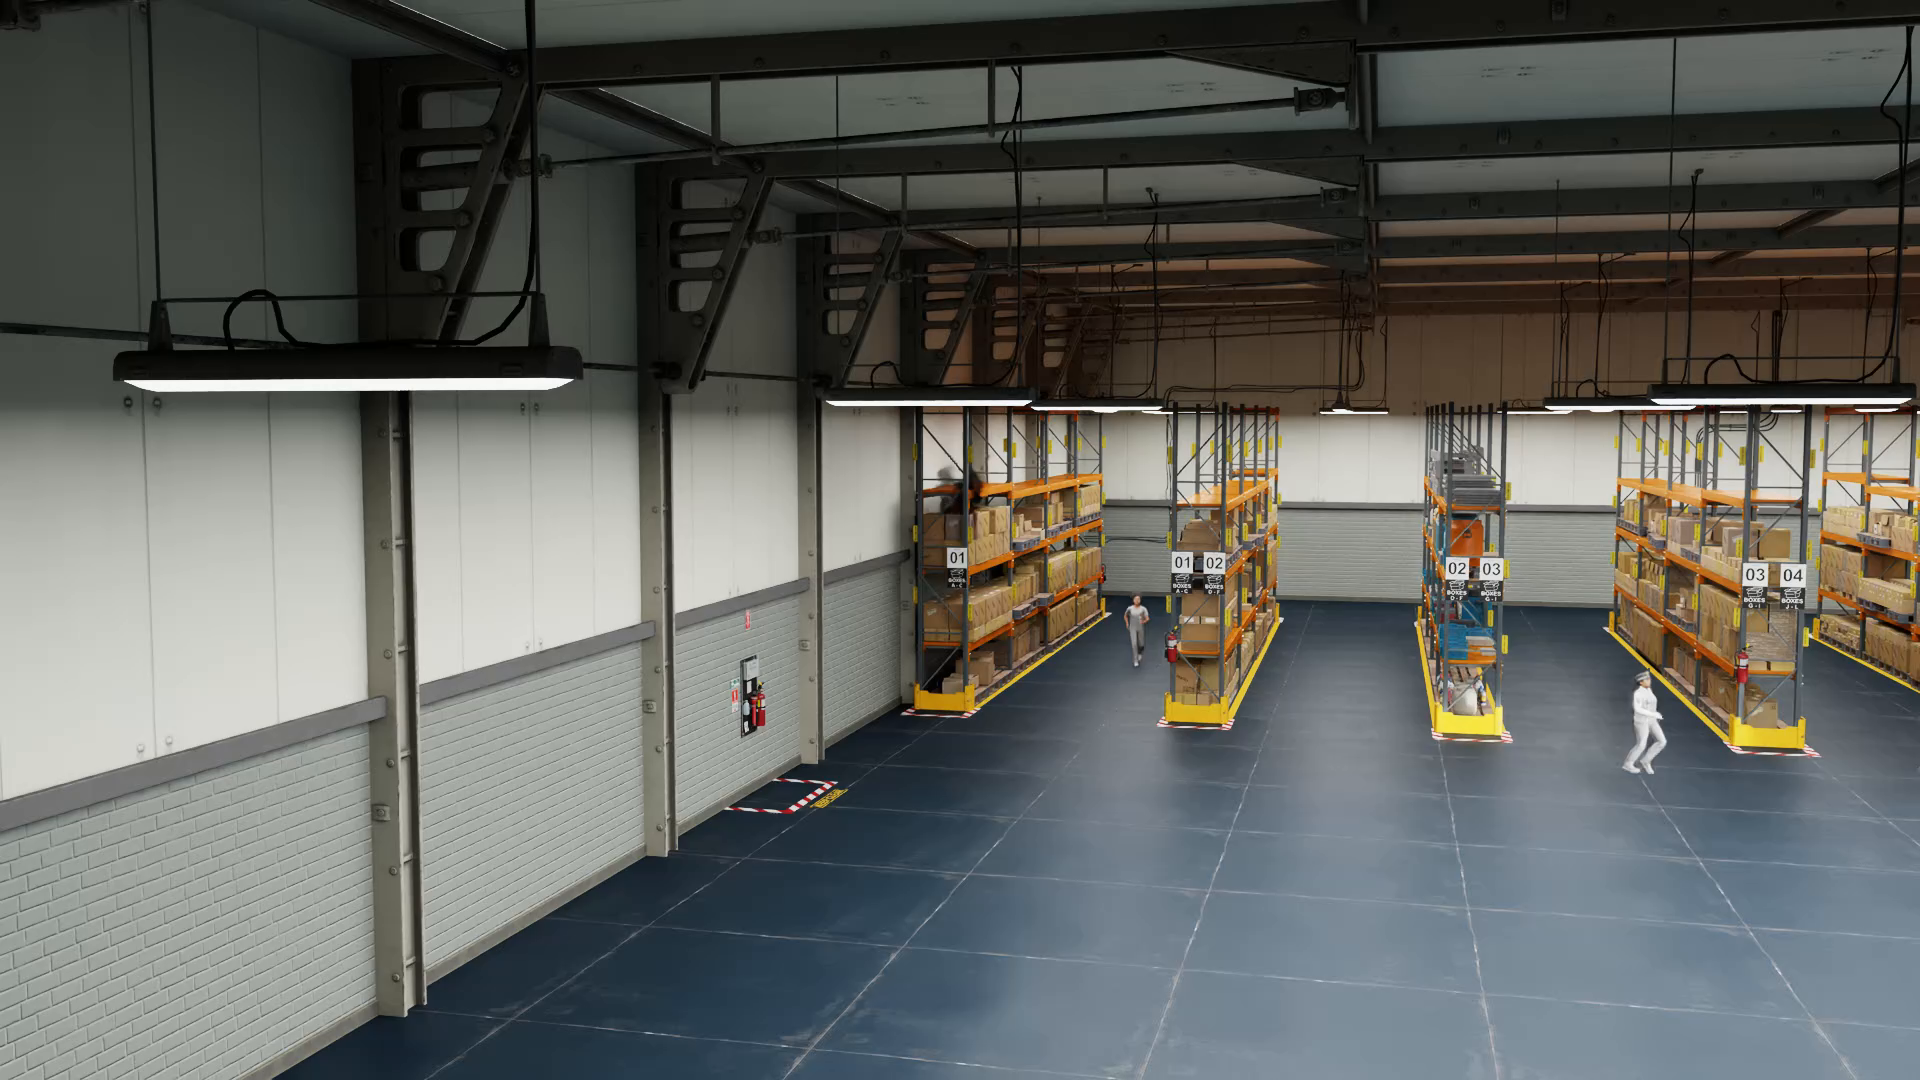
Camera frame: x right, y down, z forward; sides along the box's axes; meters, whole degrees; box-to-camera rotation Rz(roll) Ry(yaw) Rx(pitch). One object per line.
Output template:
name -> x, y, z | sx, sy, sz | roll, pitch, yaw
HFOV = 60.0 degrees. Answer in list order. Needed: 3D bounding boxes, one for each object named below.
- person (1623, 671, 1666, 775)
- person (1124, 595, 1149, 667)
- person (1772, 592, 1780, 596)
person -> 10.975, 2.923, 26.622 | 0.619, 1.685, 0.644 | -4, 5, -40
person -> 4.063, 2.073, 38.337 | 0.575, 1.635, 0.802 | 0, 4, 4
person -> 20.790, 1.720, 42.606 | 0.704, 1.748, 0.769 | 2, 5, 23
